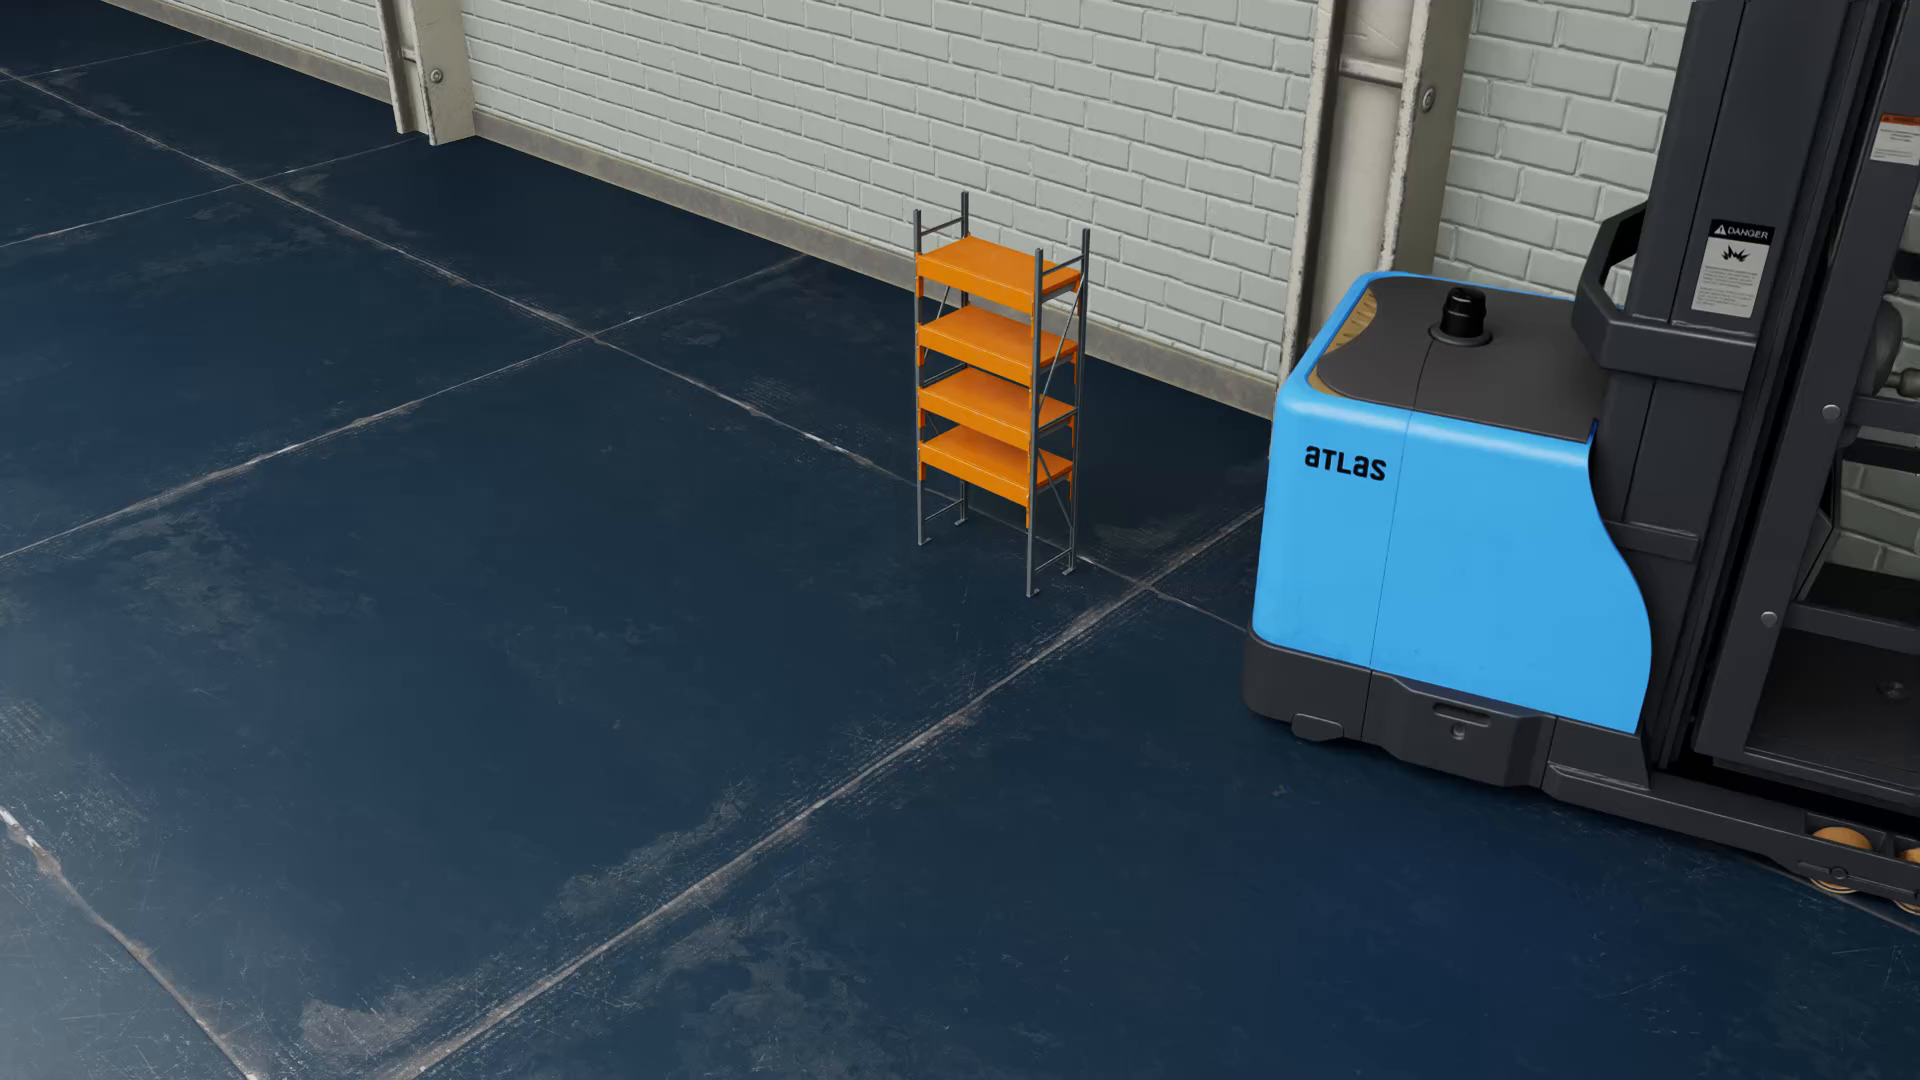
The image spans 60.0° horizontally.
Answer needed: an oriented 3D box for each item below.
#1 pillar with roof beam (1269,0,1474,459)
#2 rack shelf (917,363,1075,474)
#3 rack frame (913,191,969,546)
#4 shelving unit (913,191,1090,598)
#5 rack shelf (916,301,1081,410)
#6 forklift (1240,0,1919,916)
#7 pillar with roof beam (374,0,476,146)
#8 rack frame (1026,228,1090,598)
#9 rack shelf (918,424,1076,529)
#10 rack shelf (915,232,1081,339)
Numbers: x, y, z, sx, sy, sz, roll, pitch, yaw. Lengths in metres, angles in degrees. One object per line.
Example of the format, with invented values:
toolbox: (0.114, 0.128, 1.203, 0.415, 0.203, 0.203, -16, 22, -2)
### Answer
pillar with roof beam: (-1.479, -2.509, 1.192, 0.400, 9.000, 9.100, 25, 39, 35)
rack shelf: (0.123, -0.399, 5.380, 0.480, 0.148, 0.258, 25, 39, 35)
rack frame: (-0.058, -0.541, 5.486, 0.015, 1.200, 0.240, 25, 39, 35)
shelving unit: (0.123, -0.457, 5.345, 0.503, 1.200, 0.258, 25, 39, 35)
rack shelf: (0.123, -0.591, 5.265, 0.480, 0.148, 0.258, 25, 39, 35)
forklift: (2.376, -0.625, 3.946, 3.031, 2.935, 1.130, 14, 34, 21)
pillar with roof beam: (-5.928, -4.585, 4.641, 0.400, 9.000, 9.100, 25, 39, 35)
rack frame: (0.304, -0.372, 5.205, 0.015, 1.200, 0.240, 25, 39, 35)
rack shelf: (0.123, -0.229, 5.482, 0.480, 0.148, 0.258, 25, 39, 35)
rack shelf: (0.123, -0.793, 5.143, 0.480, 0.148, 0.258, 25, 39, 35)
